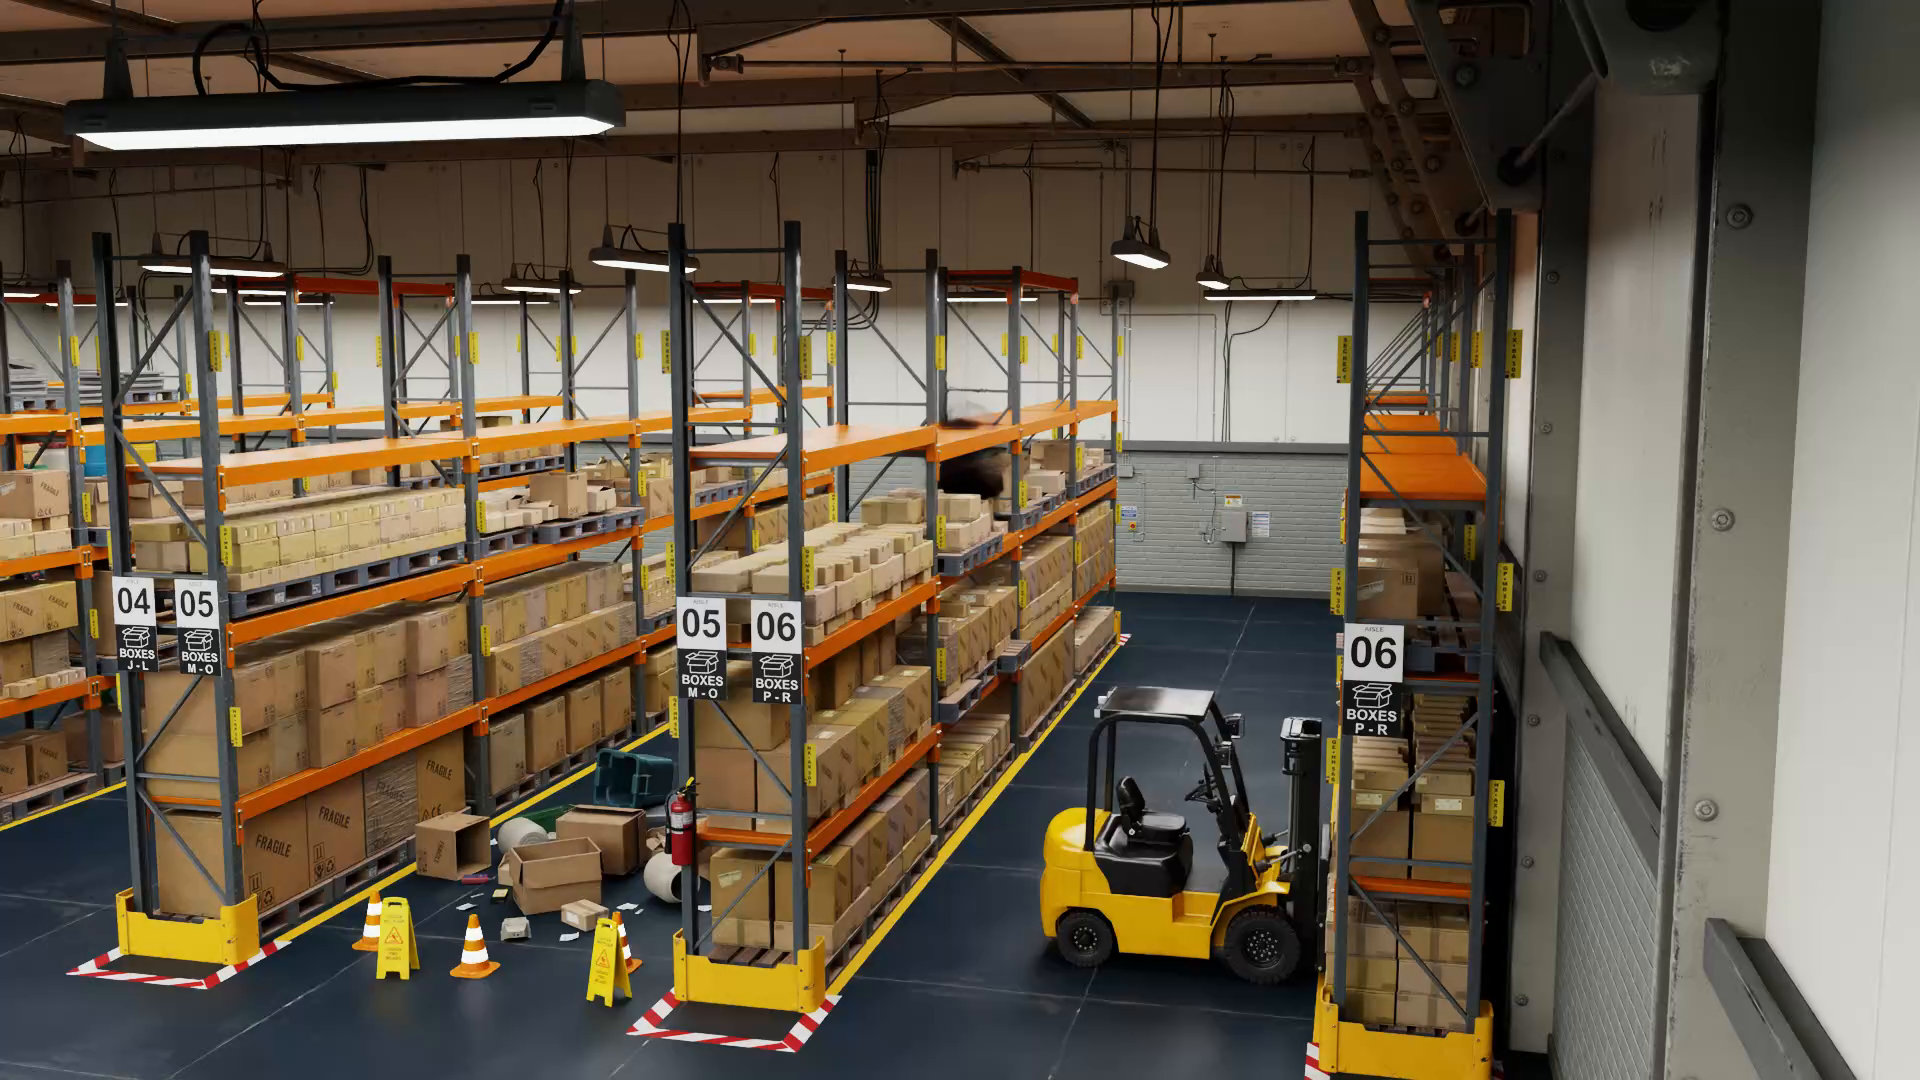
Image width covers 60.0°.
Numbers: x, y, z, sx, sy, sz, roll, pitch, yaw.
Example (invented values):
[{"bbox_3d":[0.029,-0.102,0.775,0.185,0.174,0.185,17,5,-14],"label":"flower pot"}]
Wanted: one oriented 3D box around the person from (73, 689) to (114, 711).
[{"bbox_3d":[-11.337,1.636,21.711,0.640,1.785,0.700,0,7,3],"label":"person"}]
